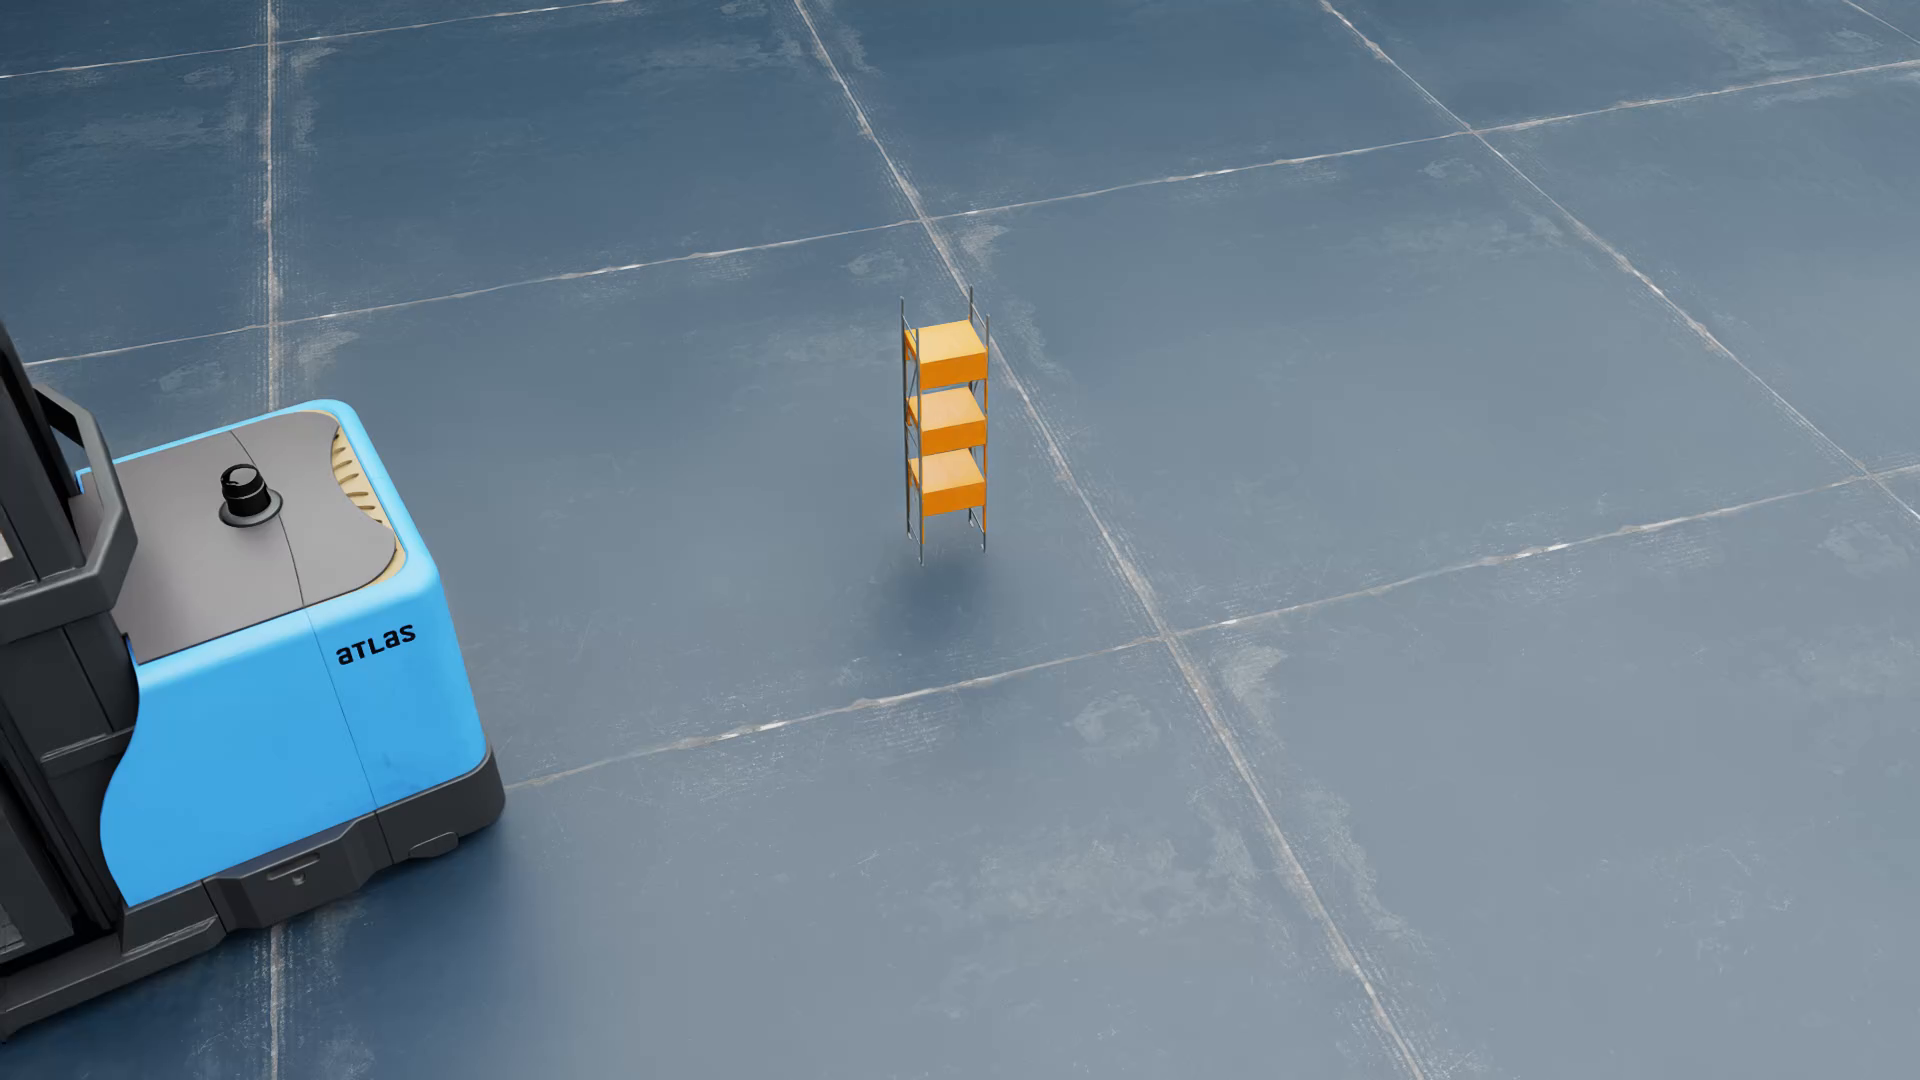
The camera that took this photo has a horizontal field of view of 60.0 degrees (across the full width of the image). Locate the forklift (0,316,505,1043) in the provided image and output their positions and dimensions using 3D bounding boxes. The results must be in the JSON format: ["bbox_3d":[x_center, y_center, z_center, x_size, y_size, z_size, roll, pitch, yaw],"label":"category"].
[{"bbox_3d":[-2.954,0.011,4.009,3.031,2.935,1.130,-21,45,-22],"label":"forklift"}]

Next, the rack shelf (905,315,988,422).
[{"bbox_3d":[-0.051,-0.591,5.713,0.240,0.259,0.215,-12,42,-13],"label":"rack shelf"}]

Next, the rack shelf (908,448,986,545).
[{"bbox_3d":[-0.051,-0.168,6.082,0.240,0.259,0.215,-12,42,-13],"label":"rack shelf"}]

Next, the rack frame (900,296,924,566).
[{"bbox_3d":[-0.167,-0.361,5.865,0.008,1.050,0.200,-12,42,-13],"label":"rack frame"}]

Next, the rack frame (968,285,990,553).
[{"bbox_3d":[0.065,-0.409,5.920,0.008,1.050,0.200,-12,42,-13],"label":"rack frame"}]

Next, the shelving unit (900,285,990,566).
[{"bbox_3d":[-0.051,-0.385,5.892,0.252,1.050,0.215,-12,42,-13],"label":"shelving unit"}]

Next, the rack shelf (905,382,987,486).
[{"bbox_3d":[-0.051,-0.377,5.899,0.240,0.259,0.215,-12,42,-13],"label":"rack shelf"}]
